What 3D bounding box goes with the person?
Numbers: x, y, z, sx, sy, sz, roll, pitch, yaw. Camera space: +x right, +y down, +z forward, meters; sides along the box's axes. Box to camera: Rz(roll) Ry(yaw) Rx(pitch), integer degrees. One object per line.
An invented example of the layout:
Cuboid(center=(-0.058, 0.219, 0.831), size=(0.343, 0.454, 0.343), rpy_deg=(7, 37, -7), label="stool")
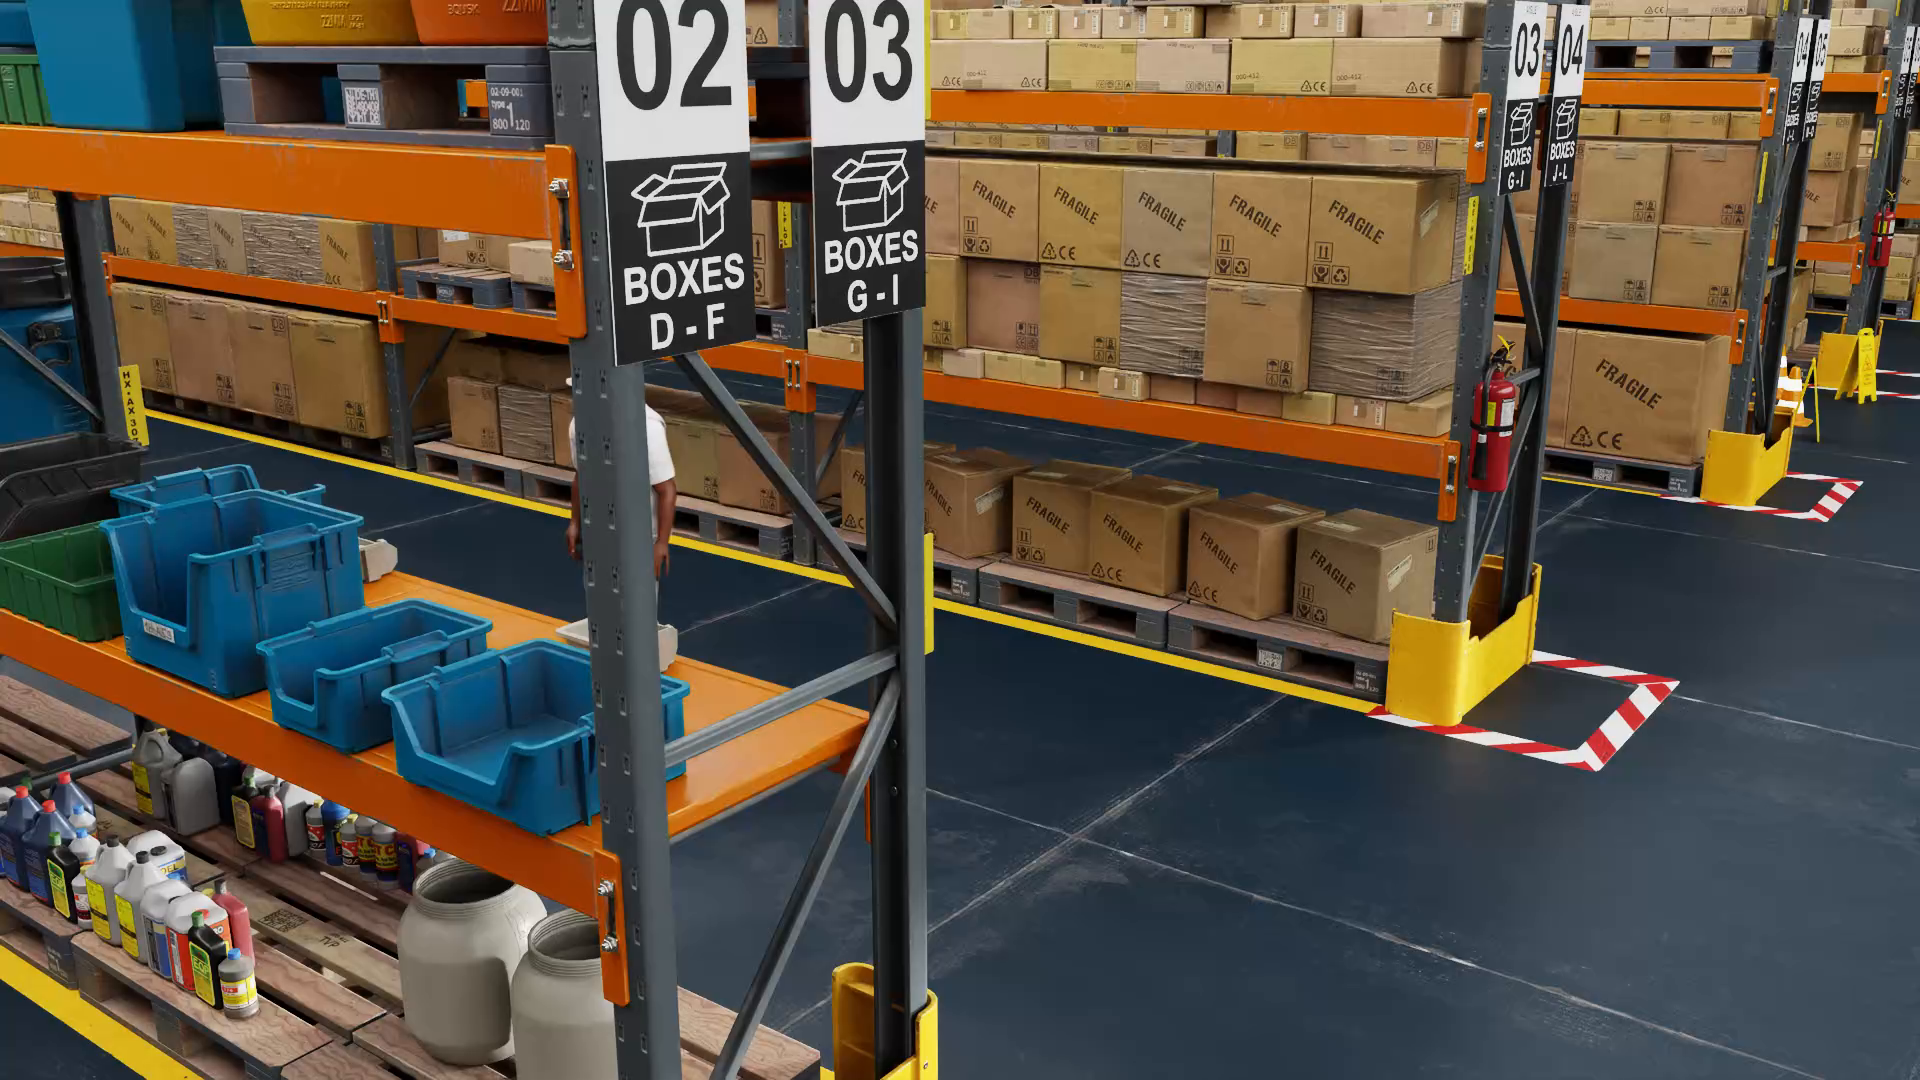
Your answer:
Cuboid(center=(-1.557, -0.021, 7.577), size=(0.629, 1.761, 0.462), rpy_deg=(12, 20, 34), label="person")
